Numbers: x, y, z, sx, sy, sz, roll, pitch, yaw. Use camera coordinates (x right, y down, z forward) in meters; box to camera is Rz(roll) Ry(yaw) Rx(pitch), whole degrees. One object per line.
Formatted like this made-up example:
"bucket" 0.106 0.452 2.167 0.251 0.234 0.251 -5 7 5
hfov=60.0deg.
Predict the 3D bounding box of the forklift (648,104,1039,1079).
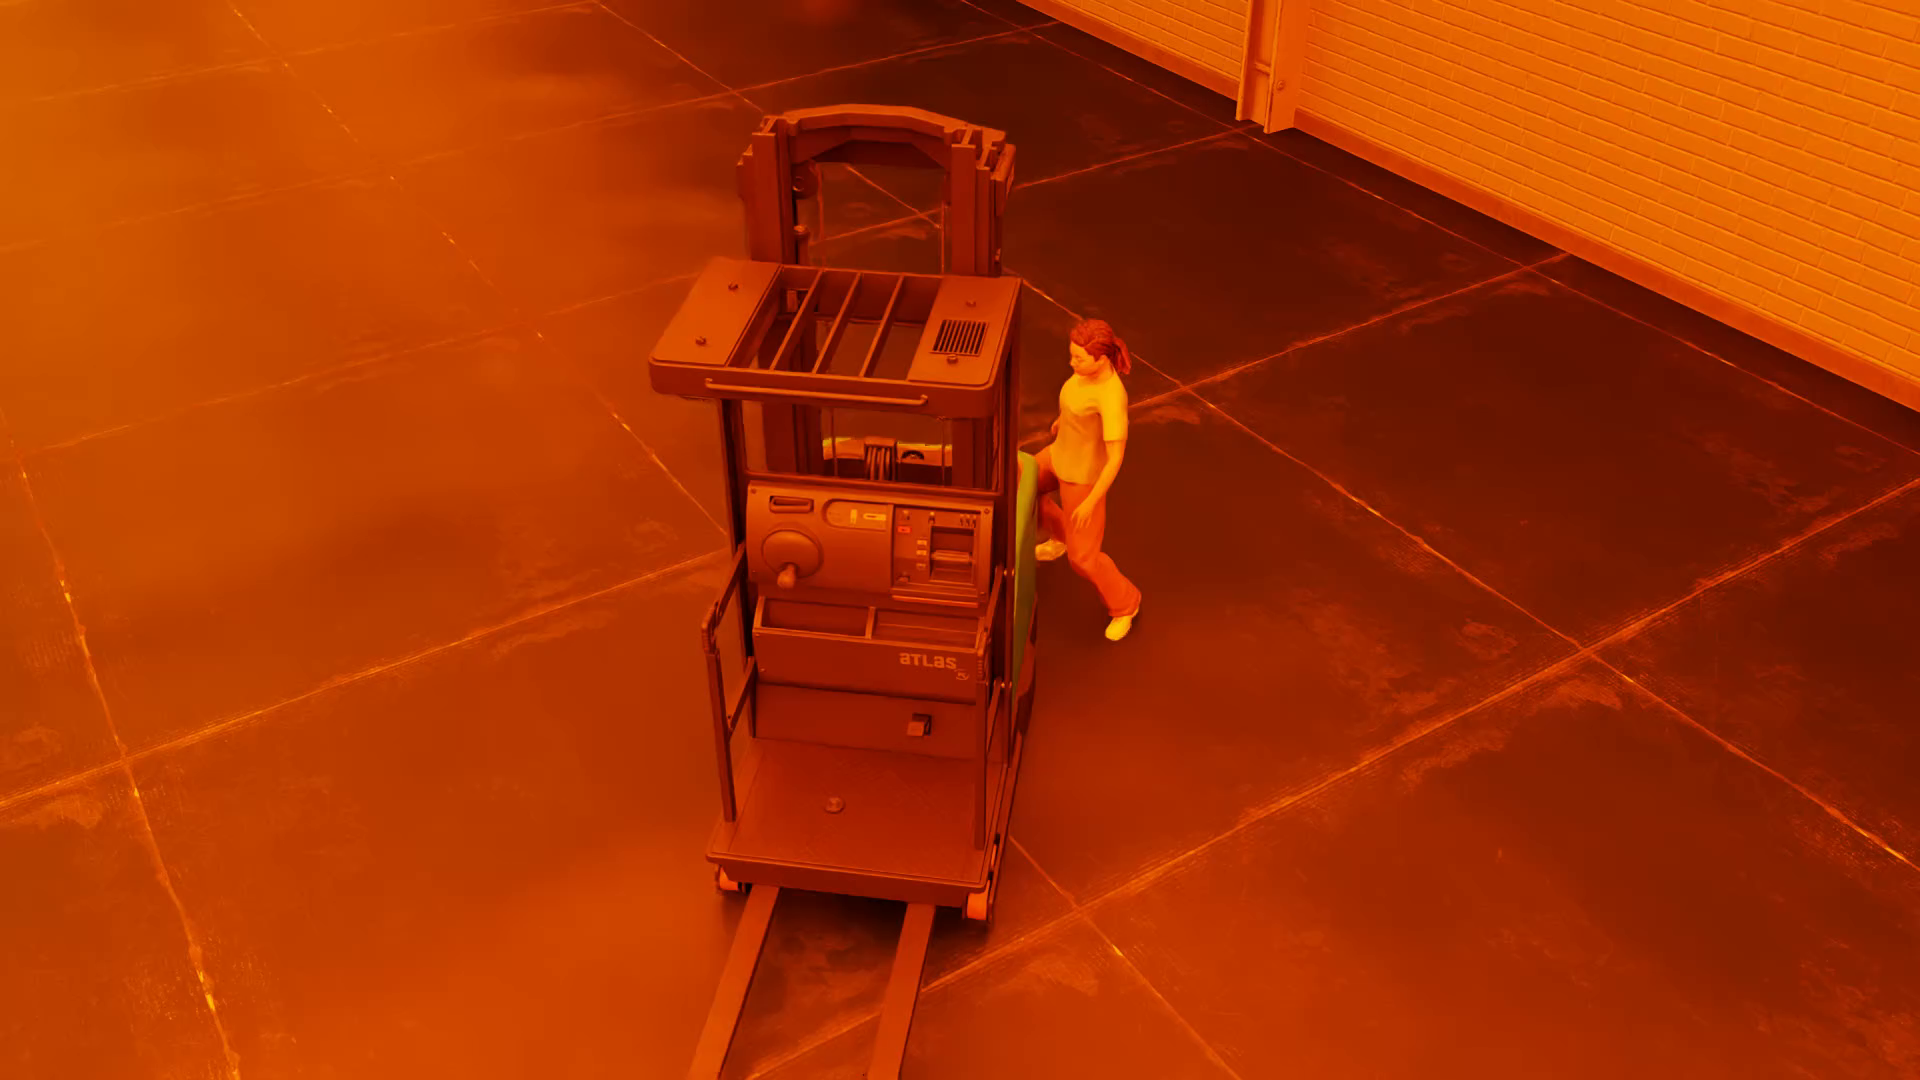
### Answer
"forklift" -0.372 0.077 6.038 1.130 2.935 3.031 5 35 7

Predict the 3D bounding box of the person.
"person" 0.561 -0.352 7.856 0.587 1.573 0.847 -7 36 -10
